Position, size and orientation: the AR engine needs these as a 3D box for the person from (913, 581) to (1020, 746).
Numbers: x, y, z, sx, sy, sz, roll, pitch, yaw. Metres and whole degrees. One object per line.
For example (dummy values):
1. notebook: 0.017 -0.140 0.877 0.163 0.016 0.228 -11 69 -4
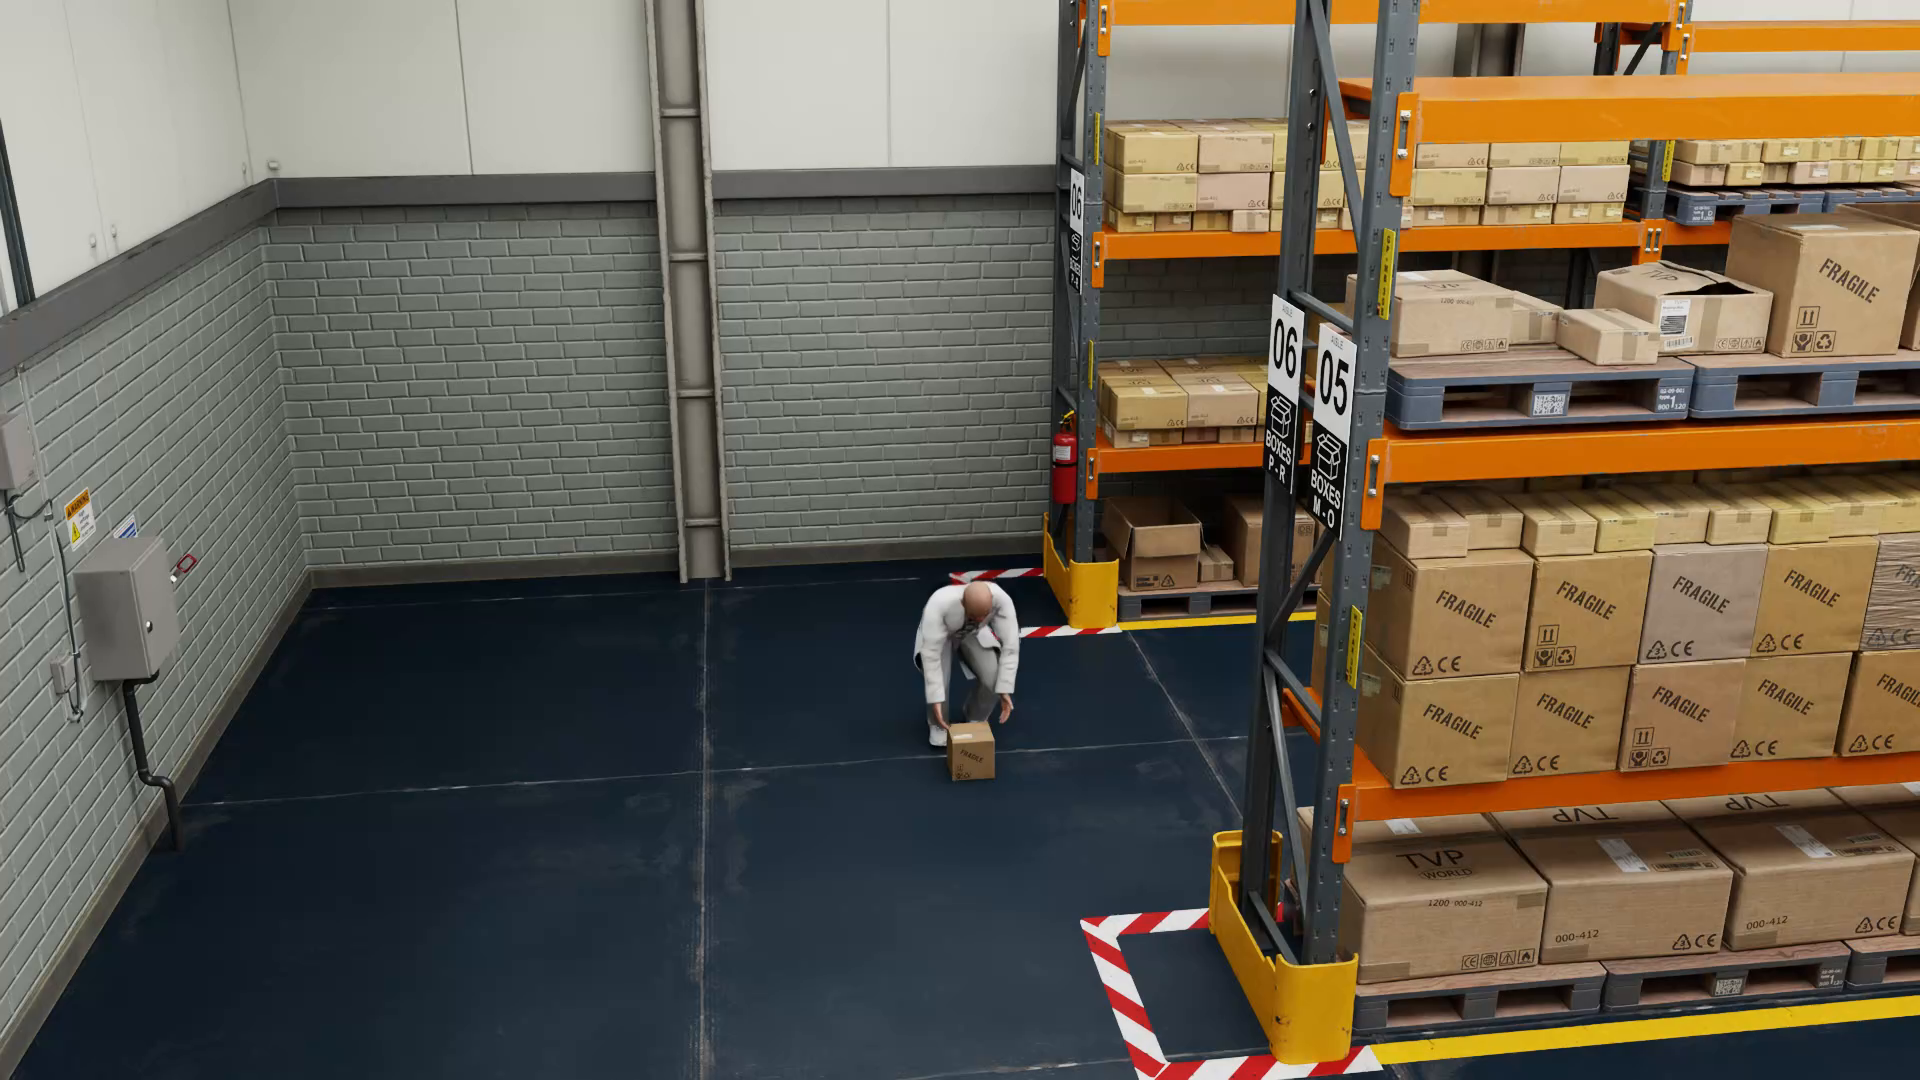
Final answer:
1. person: 0.027 0.694 10.109 0.620 1.137 0.842 -3 20 -8
